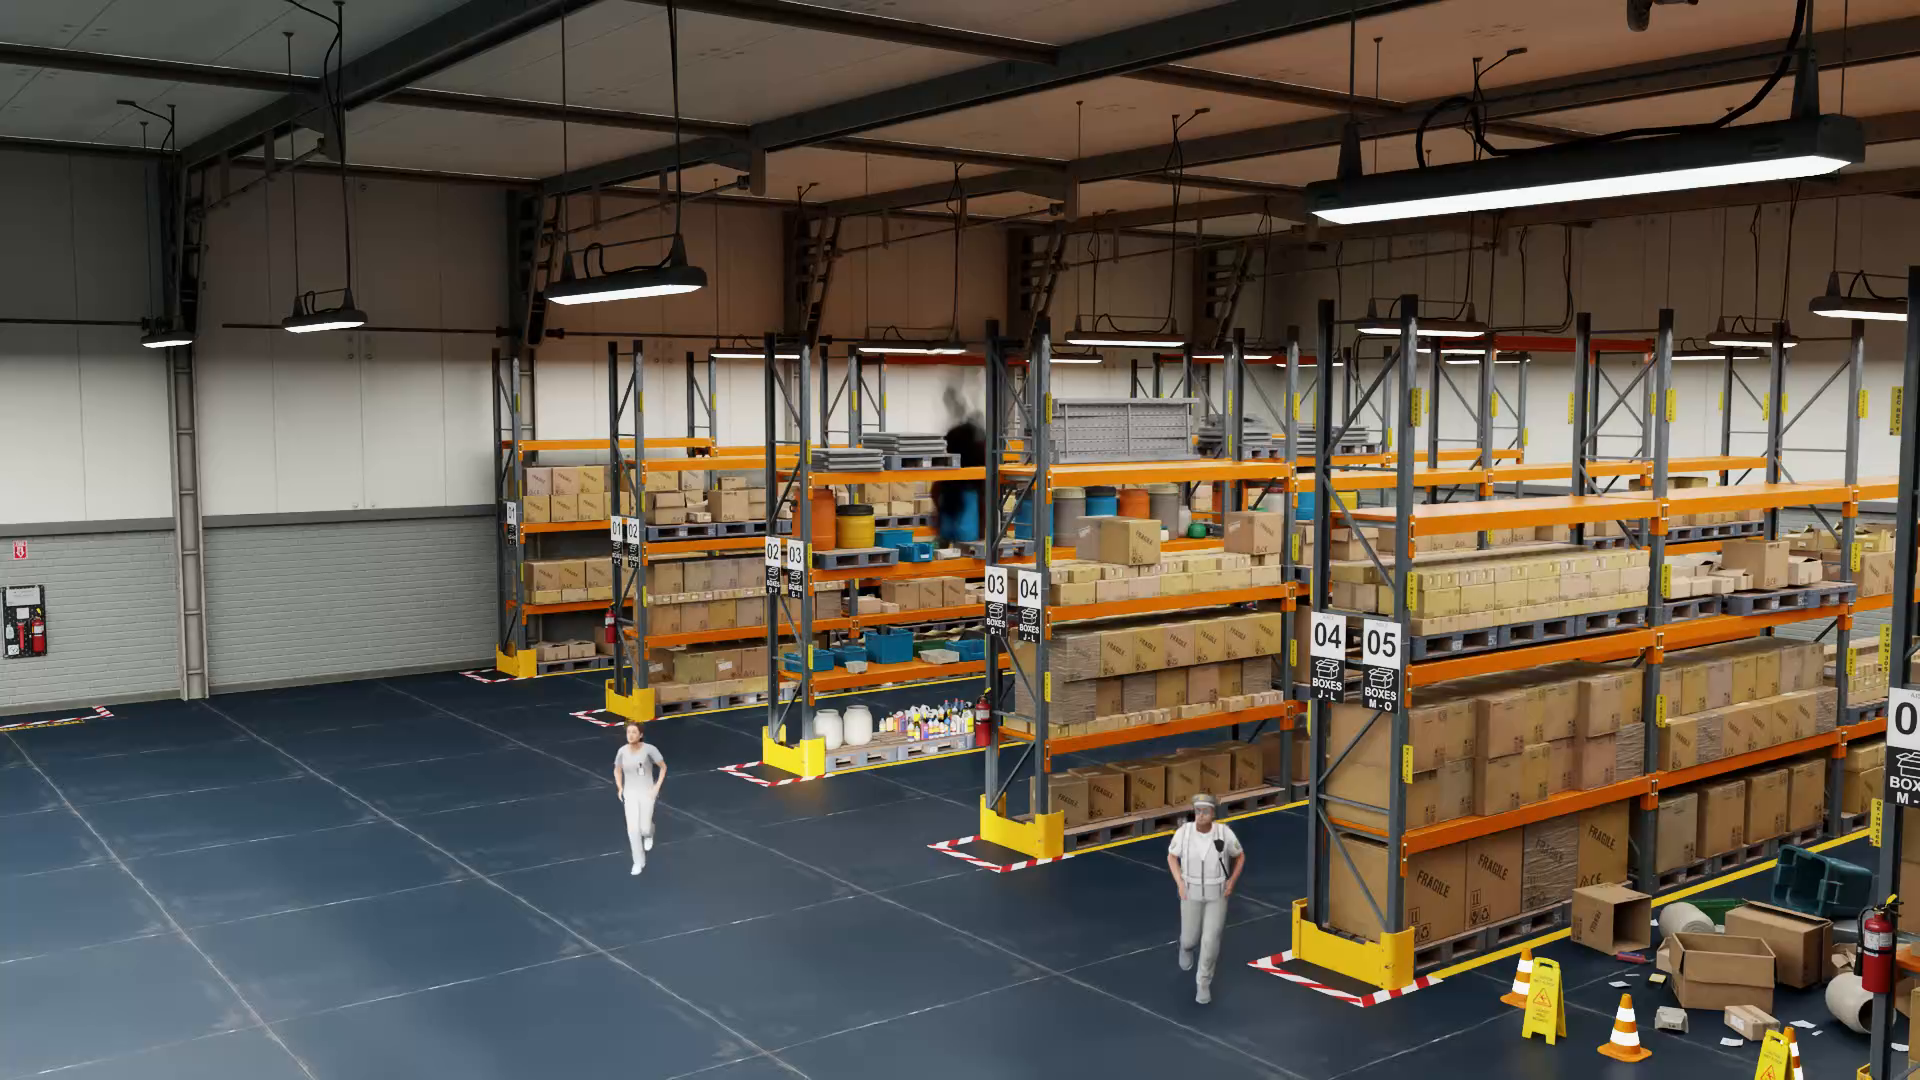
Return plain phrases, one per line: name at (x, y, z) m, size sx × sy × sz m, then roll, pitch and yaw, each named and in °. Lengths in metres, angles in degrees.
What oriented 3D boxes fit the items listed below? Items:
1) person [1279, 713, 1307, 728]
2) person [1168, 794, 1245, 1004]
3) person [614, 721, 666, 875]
person at (4.923, 2.191, 24.234) m, size 0.724 × 1.752 × 0.653 m, roll 5°, pitch 7°, yaw 44°
person at (2.130, 3.041, 14.404) m, size 0.665 × 1.774 × 0.718 m, roll 1°, pitch 5°, yaw 11°
person at (-3.474, 2.771, 18.124) m, size 0.572 × 1.654 × 0.637 m, roll 0°, pitch 5°, yaw 4°
